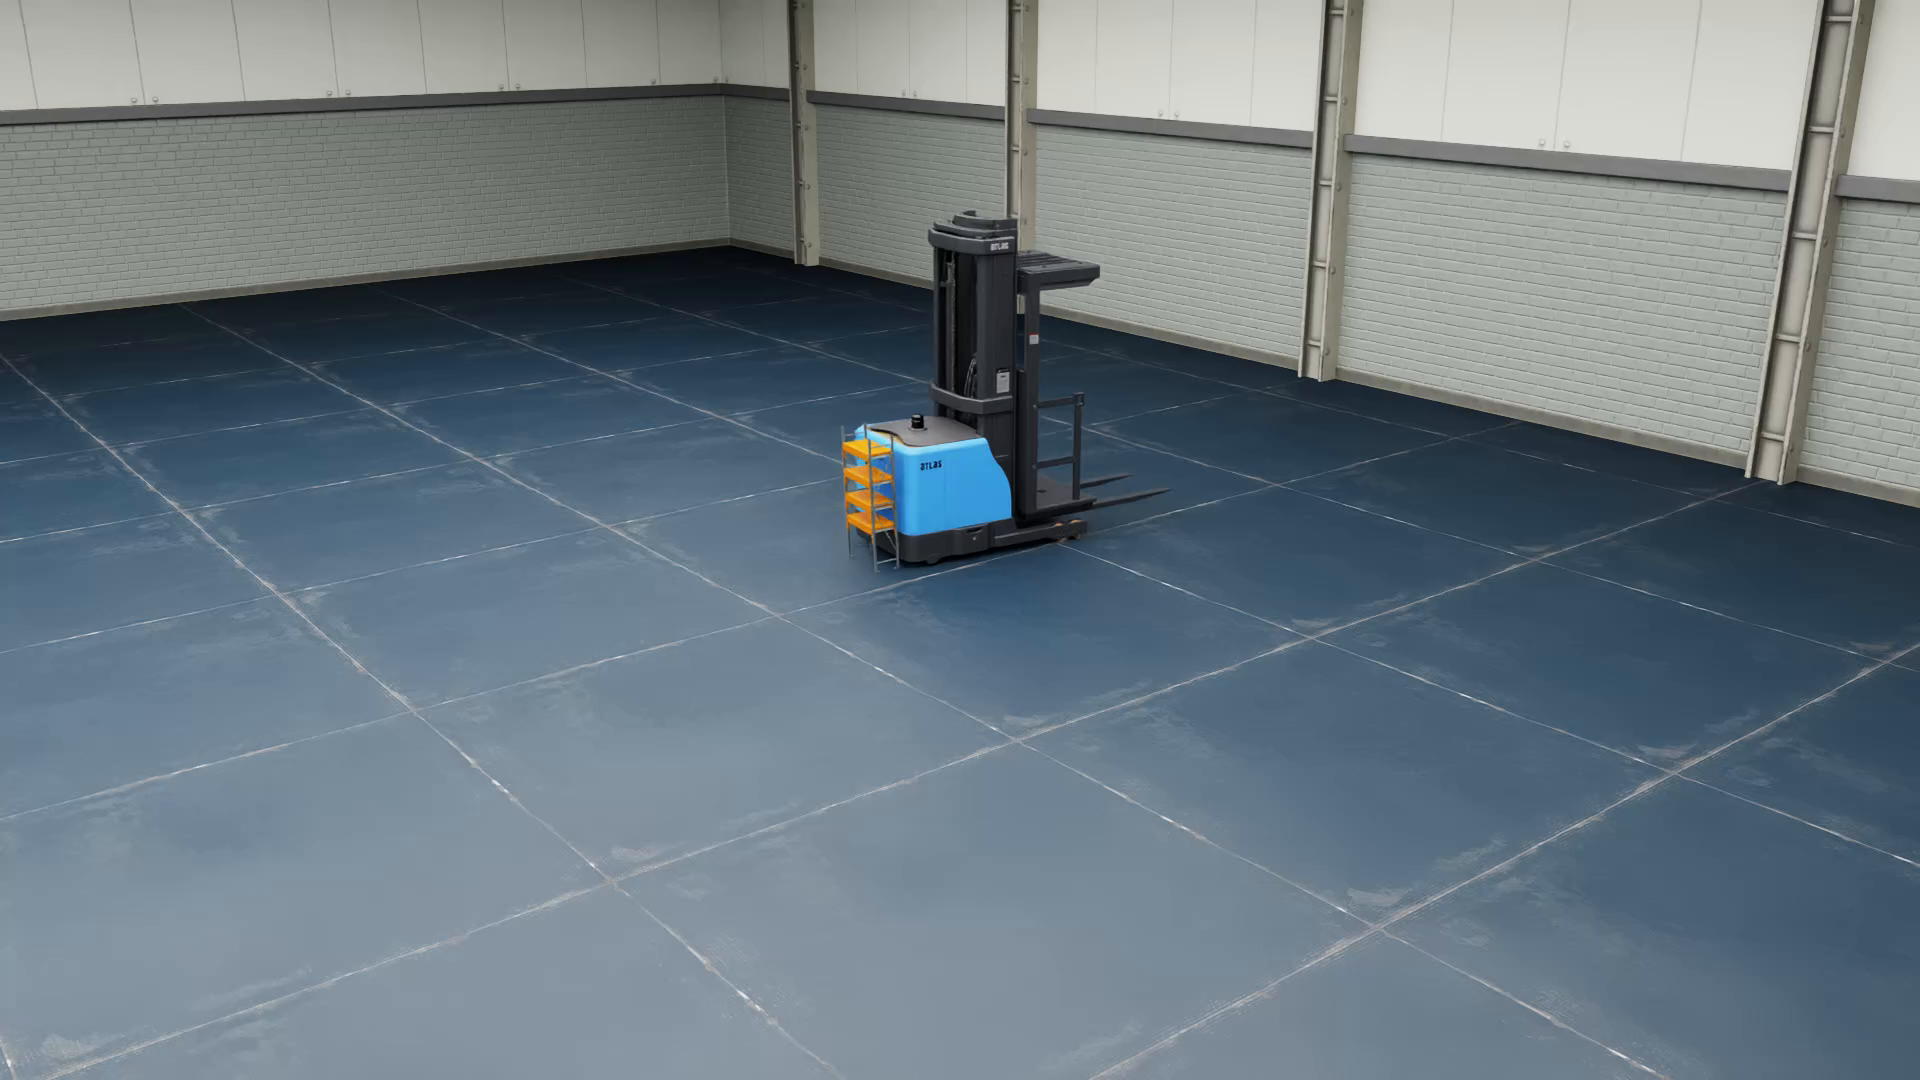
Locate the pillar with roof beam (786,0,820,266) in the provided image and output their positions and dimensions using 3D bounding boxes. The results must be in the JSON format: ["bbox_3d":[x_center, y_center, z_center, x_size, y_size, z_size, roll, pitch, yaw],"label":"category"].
[{"bbox_3d":[-6.180,-8.504,26.617,9.100,9.000,0.400,-14,23,-36],"label":"pillar with roof beam"}]

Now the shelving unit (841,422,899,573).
[{"bbox_3d":[-0.779,-0.373,14.451,0.258,1.200,0.503,-13,22,-28],"label":"shelving unit"}]

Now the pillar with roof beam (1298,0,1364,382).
[{"bbox_3d":[1.271,-5.547,17.687,9.100,9.000,0.400,-14,23,-36],"label":"pillar with roof beam"}]

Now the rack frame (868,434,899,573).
[{"bbox_3d":[-0.653,-0.307,14.253,0.240,1.200,0.015,-13,22,-28],"label":"rack frame"}]

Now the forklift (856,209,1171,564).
[{"bbox_3d":[0.576,-1.508,15.142,3.031,2.935,1.130,-11,21,-30],"label":"forklift"}]

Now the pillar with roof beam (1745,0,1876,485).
[{"bbox_3d":[4.996,-4.069,13.222,9.100,9.000,0.400,-14,23,-36],"label":"pillar with roof beam"}]

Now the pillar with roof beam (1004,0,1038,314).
[{"bbox_3d":[-2.454,-7.026,22.152,9.100,9.000,0.400,-14,23,-36],"label":"pillar with roof beam"}]

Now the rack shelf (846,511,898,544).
[{"bbox_3d":[-0.771,-0.122,14.539,0.258,0.148,0.480,-13,22,-28],"label":"rack shelf"}]

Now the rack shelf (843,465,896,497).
[{"bbox_3d":[-0.784,-0.520,14.400,0.258,0.148,0.480,-13,22,-28],"label":"rack shelf"}]

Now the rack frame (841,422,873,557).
[{"bbox_3d":[-0.904,-0.438,14.650,0.240,1.200,0.015,-13,22,-28],"label":"rack frame"}]

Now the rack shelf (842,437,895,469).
[{"bbox_3d":[-0.791,-0.743,14.321,0.258,0.148,0.480,-13,22,-28],"label":"rack shelf"}]

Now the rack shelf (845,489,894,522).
[{"bbox_3d":[-0.777,-0.309,14.474,0.258,0.148,0.480,-13,22,-28],"label":"rack shelf"}]
